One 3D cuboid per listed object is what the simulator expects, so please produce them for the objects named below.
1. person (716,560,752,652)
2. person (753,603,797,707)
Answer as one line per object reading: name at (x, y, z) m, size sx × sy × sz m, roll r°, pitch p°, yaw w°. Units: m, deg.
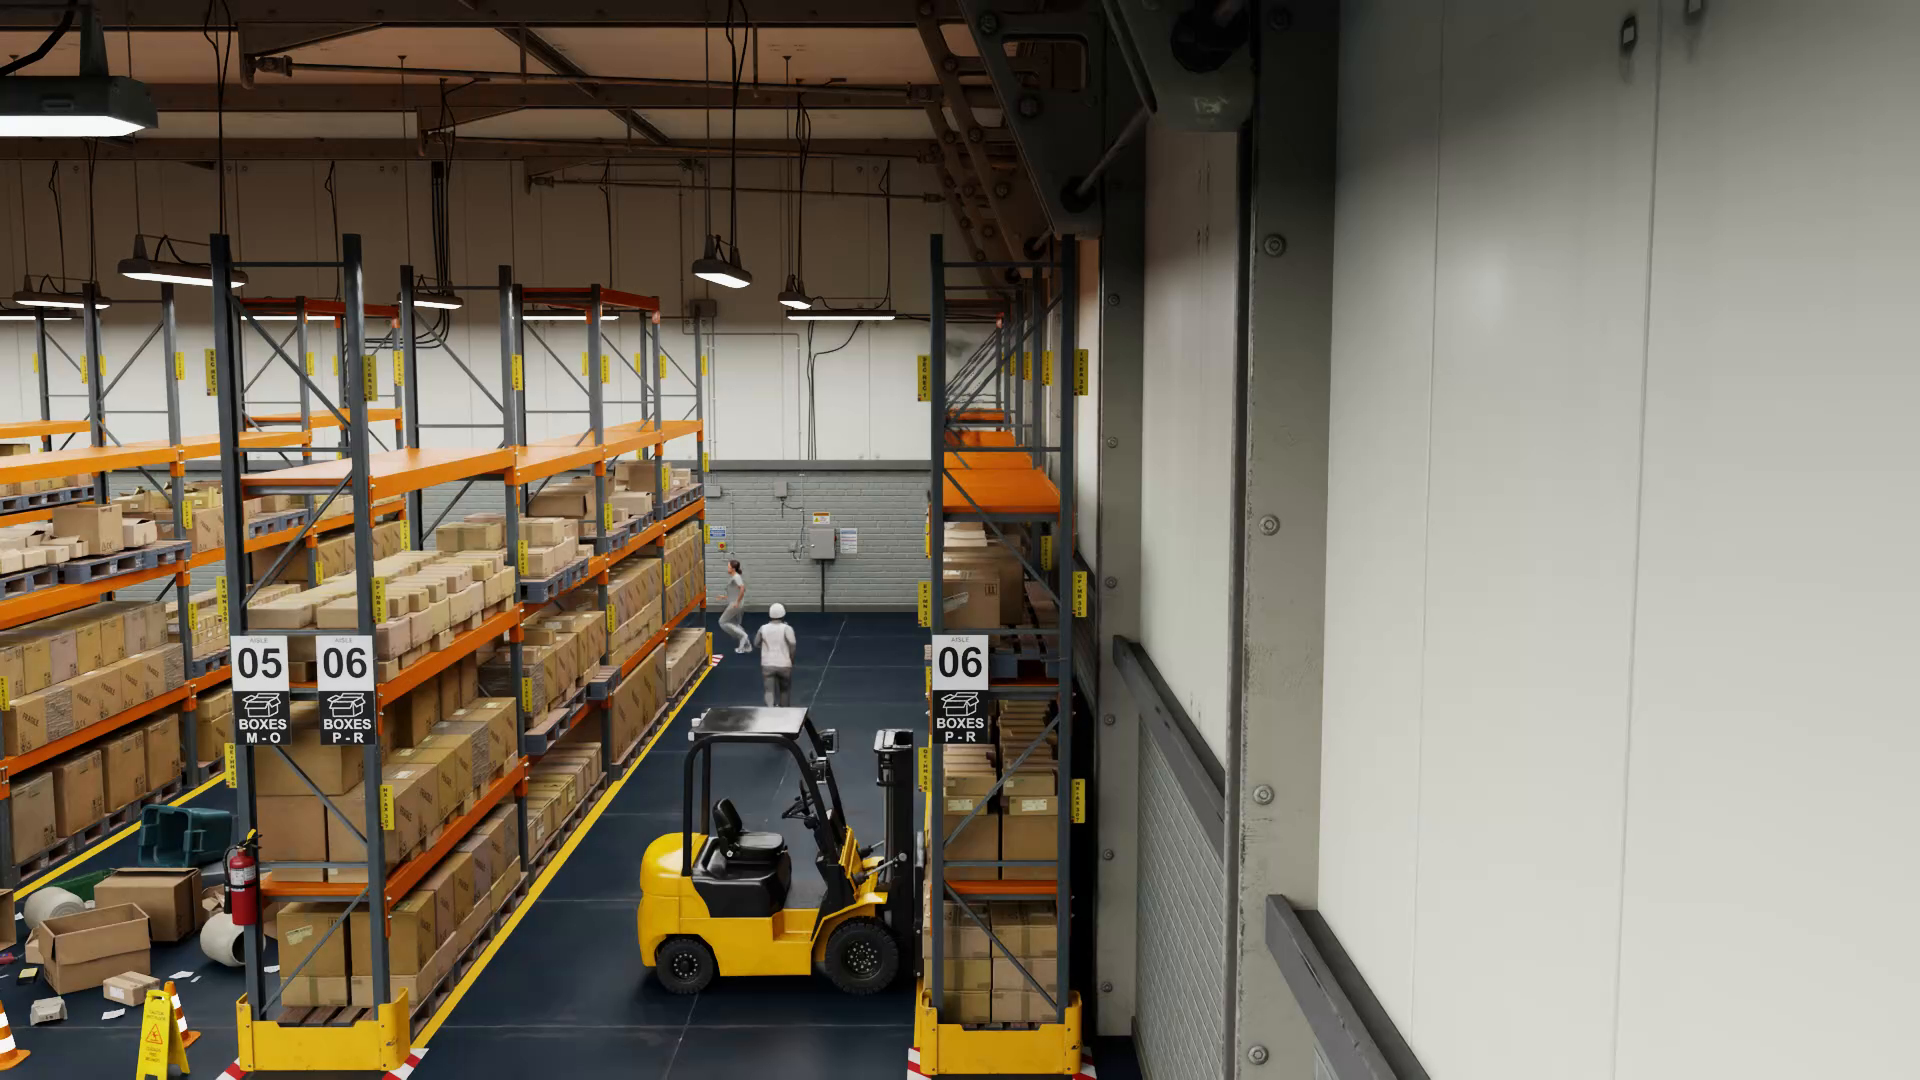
person at (-3.952, 1.157, 28.986) m, size 0.636 × 1.624 × 0.543 m, roll 0°, pitch 6°, yaw -2°
person at (-2.541, 1.784, 22.860) m, size 0.611 × 1.822 × 1.062 m, roll 0°, pitch 6°, yaw -4°
